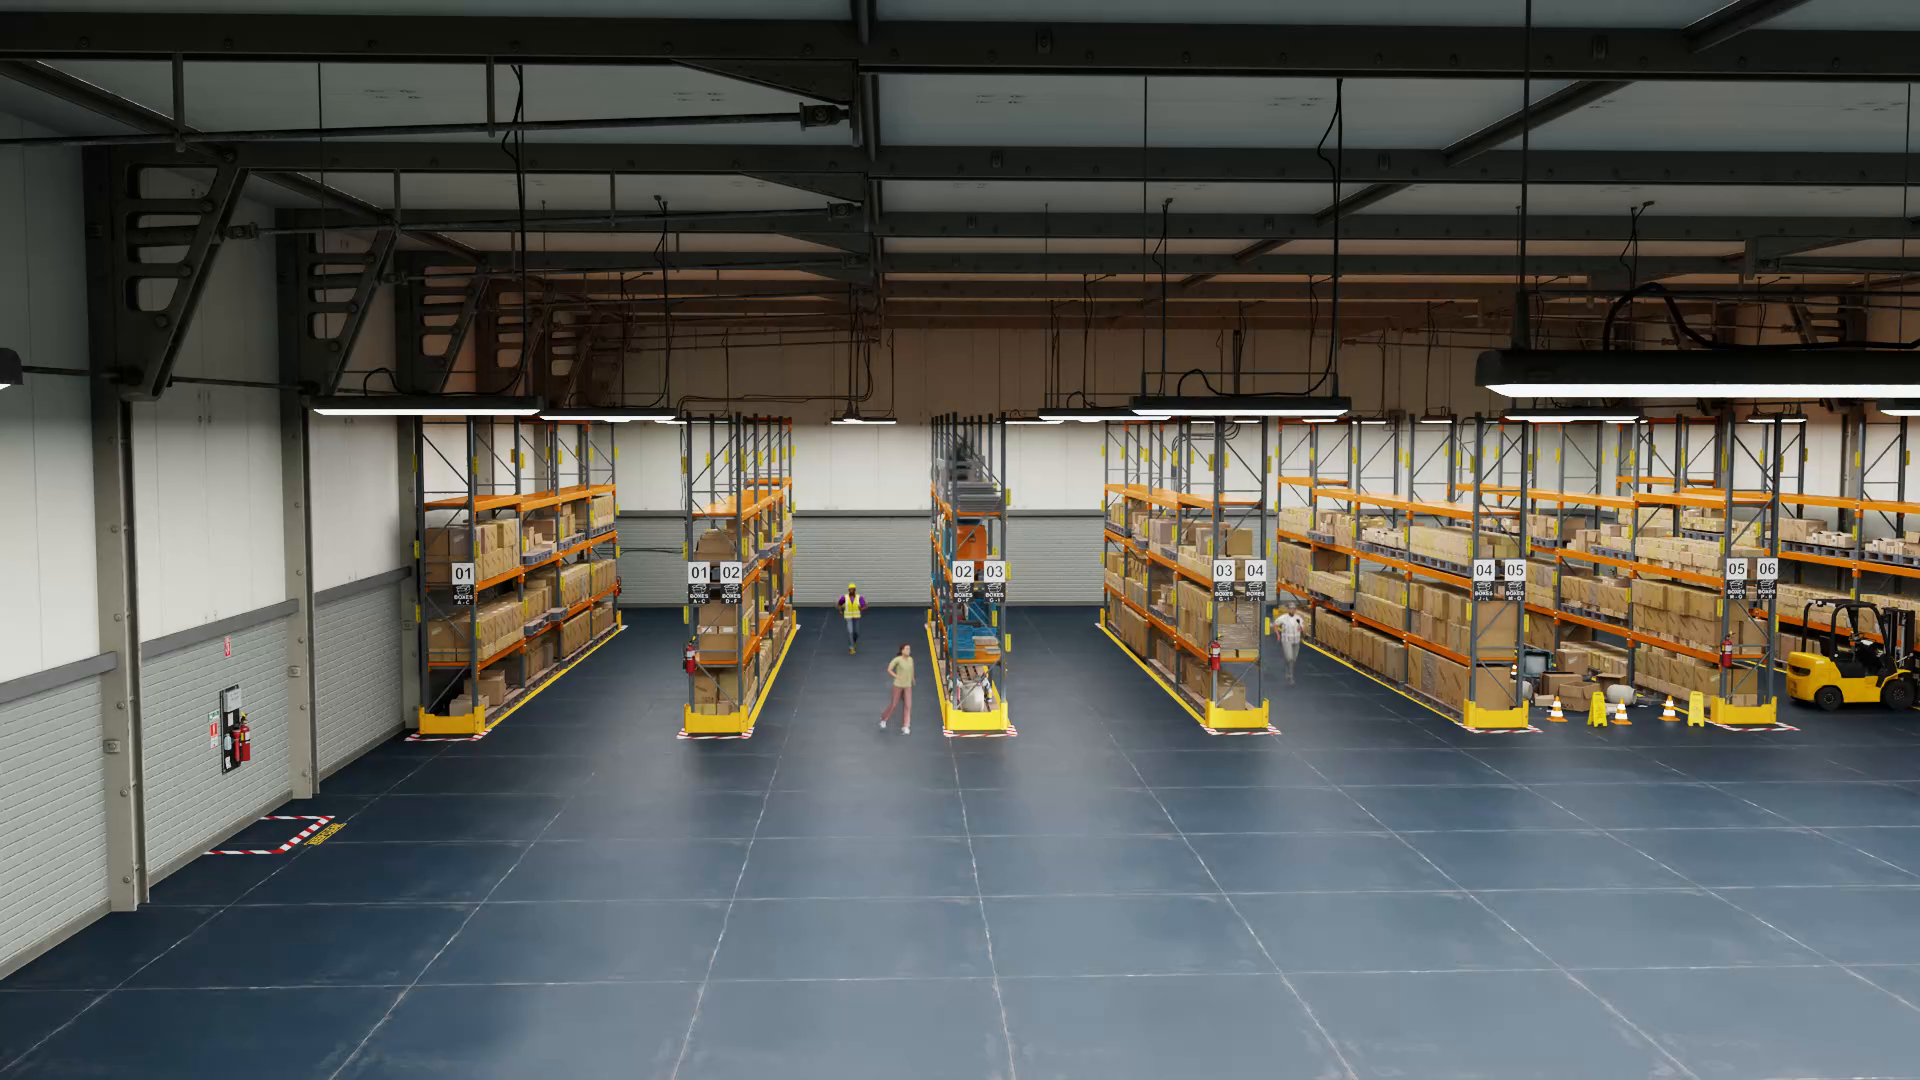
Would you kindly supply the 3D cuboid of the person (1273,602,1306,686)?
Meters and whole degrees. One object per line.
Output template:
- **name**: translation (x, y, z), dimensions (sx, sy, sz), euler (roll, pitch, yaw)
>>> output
- **person**: translation (7.395, 2.295, 37.182), dimensions (0.646, 1.820, 0.891), euler (-1, 4, -13)

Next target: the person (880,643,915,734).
- **person**: translation (-1.066, 2.758, 31.227), dimensions (0.642, 1.647, 0.949), euler (-2, 4, -30)

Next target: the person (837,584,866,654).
- **person**: translation (-2.720, 1.976, 42.002), dimensions (0.710, 1.746, 0.963), euler (-1, 4, -12)
